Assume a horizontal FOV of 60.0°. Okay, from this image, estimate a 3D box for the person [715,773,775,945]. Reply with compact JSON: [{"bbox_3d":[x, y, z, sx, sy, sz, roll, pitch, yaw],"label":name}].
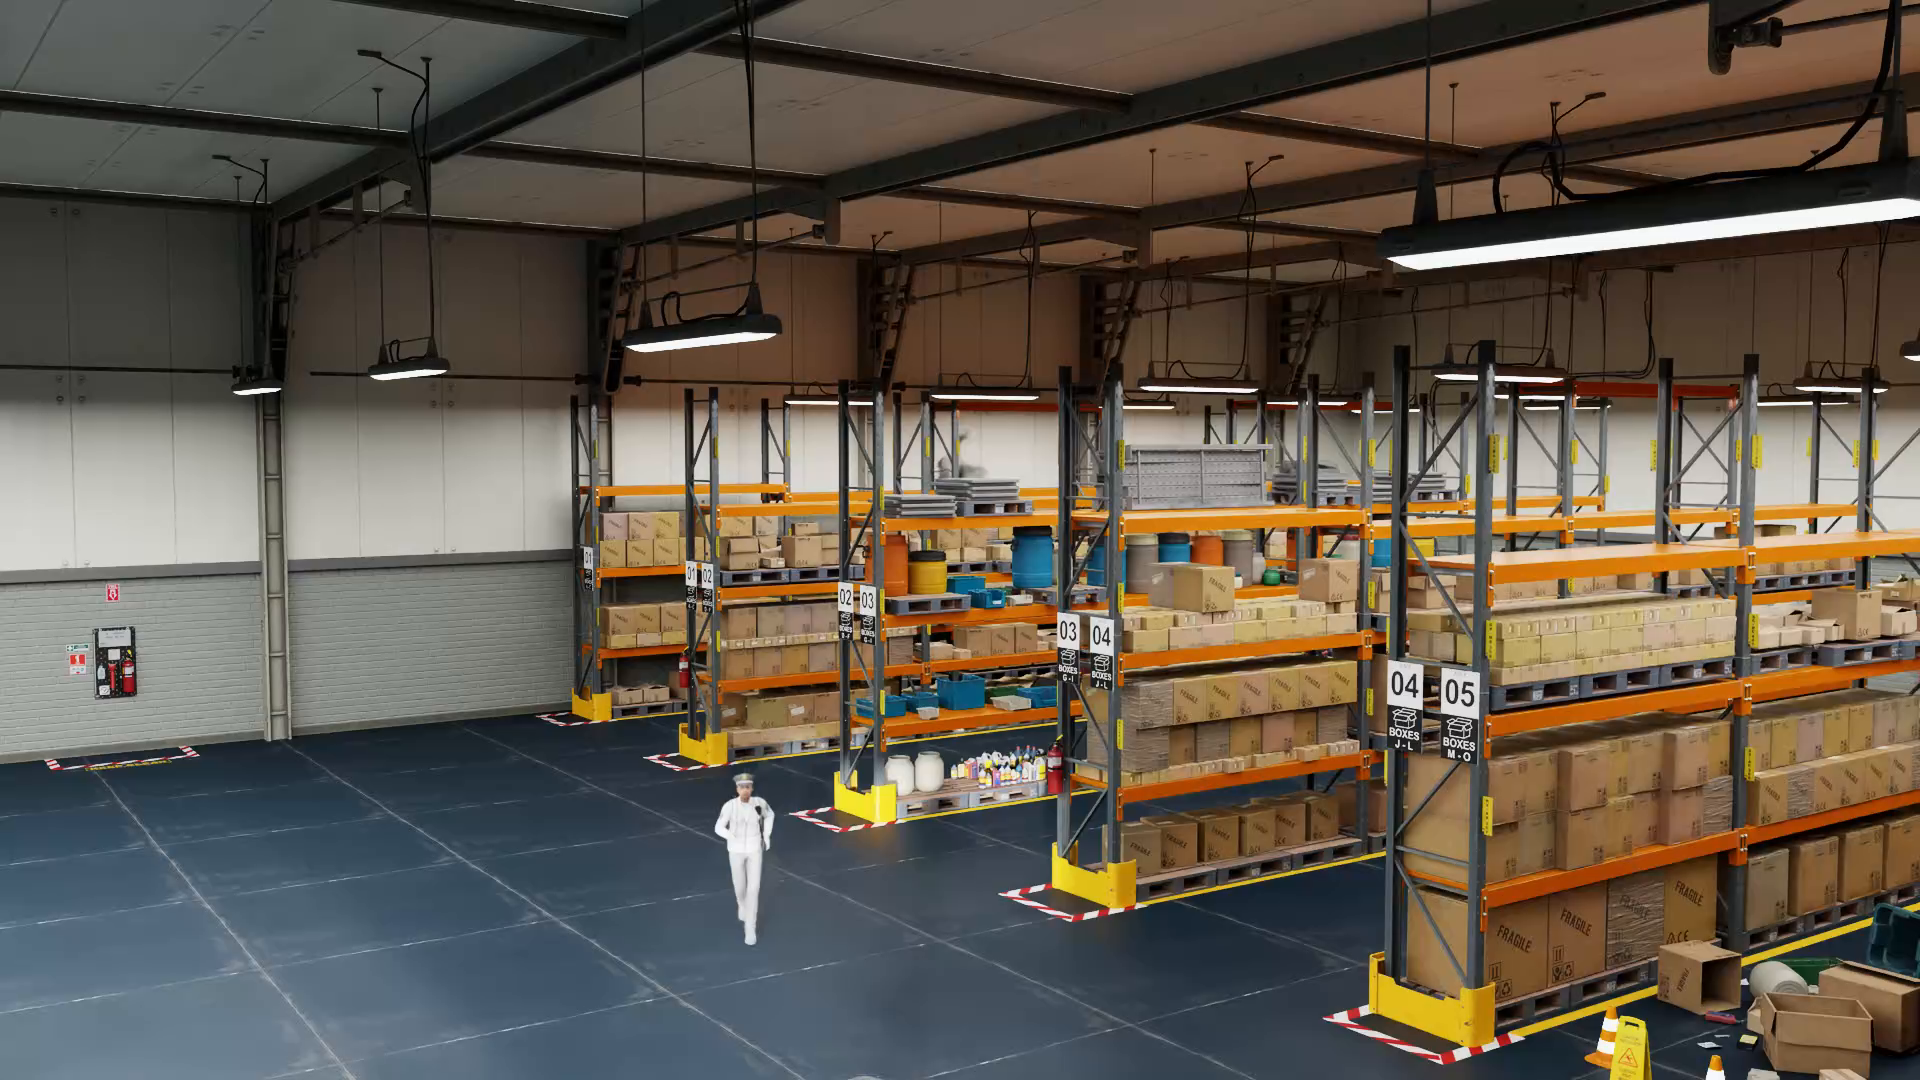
[{"bbox_3d":[-2.240,3.254,17.324,0.614,1.698,0.942,0,3,-6],"label":"person"}]
